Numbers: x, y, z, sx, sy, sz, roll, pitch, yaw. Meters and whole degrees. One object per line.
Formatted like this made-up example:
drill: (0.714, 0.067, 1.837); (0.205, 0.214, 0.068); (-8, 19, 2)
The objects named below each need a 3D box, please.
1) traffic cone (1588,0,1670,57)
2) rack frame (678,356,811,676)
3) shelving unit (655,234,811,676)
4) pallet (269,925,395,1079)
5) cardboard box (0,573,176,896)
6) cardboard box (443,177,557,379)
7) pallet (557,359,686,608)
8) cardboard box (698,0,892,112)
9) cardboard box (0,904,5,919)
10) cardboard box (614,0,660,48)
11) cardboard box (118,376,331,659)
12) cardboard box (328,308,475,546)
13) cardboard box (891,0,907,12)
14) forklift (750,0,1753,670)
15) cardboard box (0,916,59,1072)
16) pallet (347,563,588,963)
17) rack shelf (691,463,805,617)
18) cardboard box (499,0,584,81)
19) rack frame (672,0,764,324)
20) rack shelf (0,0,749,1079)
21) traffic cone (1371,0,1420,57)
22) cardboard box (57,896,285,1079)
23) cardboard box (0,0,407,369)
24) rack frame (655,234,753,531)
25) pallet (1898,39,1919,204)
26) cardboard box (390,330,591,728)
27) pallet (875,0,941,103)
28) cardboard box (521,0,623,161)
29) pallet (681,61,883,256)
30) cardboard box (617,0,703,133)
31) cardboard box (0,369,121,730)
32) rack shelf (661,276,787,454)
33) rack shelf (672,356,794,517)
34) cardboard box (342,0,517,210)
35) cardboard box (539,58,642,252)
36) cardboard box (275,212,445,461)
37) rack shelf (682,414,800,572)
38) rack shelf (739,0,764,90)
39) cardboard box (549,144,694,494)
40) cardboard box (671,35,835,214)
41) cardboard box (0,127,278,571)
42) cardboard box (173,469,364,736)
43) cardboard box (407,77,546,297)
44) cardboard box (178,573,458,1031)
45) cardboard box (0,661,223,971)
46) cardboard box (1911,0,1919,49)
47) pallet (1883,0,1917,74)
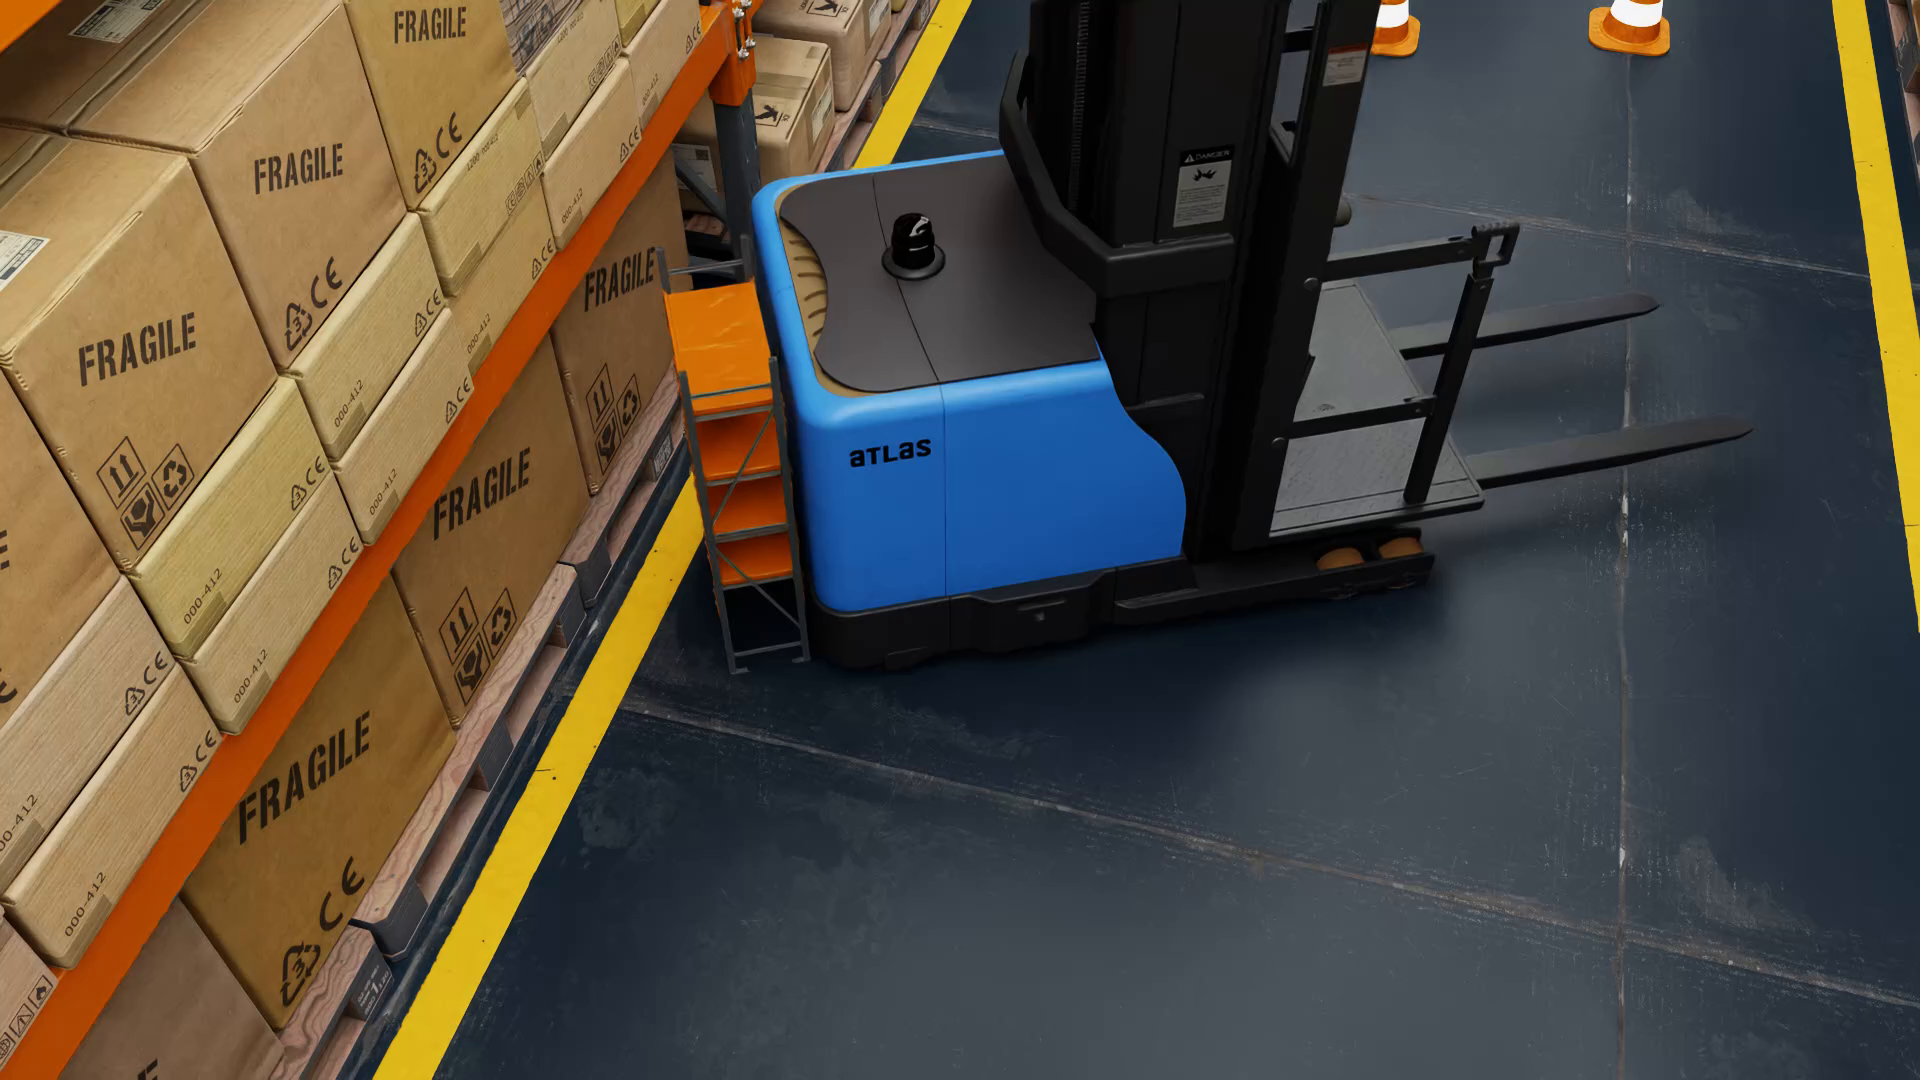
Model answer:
traffic cone: (2.888, -2.344, 7.010); (0.336, 0.463, 0.334); (12, 50, 10)
rack frame: (-0.562, -0.024, 4.471); (0.240, 1.200, 0.015); (-10, 49, -9)
shelving unit: (-0.618, -0.202, 4.628); (0.258, 1.200, 0.503); (-10, 49, -9)
pallet: (-2.080, 1.377, 3.894); (1.003, 0.211, 1.213); (12, 50, 10)
cardboard box: (-1.712, 0.266, 2.781); (0.500, 0.250, 0.500); (12, 50, 11)
cardboard box: (-1.307, -0.666, 3.937); (0.500, 0.250, 0.500); (11, 50, 10)
pallet: (-1.437, -0.388, 5.452); (1.003, 0.211, 1.213); (12, 50, 10)
cardboard box: (-0.812, -2.078, 6.556); (0.950, 0.372, 0.625); (11, 49, 9)
cardboard box: (-1.822, 0.649, 2.444); (0.500, 0.250, 0.500); (10, 49, 9)
cardboard box: (-1.040, -1.582, 4.412); (0.500, 0.250, 0.500); (11, 50, 10)
cardboard box: (-1.554, -0.094, 3.099); (0.500, 0.250, 0.500); (12, 50, 11)
cardboard box: (-1.414, -0.292, 3.607); (0.500, 0.250, 0.500); (11, 49, 9)
cardboard box: (-0.607, -2.625, 7.039); (0.950, 0.372, 0.625); (13, 50, 11)
forklift: (0.965, -1.168, 4.326); (3.031, 2.935, 1.130); (-10, 49, -8)
cardboard box: (-1.840, 0.810, 2.634); (0.500, 0.250, 0.500); (11, 49, 9)
pallet: (-1.761, 0.491, 4.675); (1.003, 0.211, 1.213); (12, 50, 10)
rack shelf: (-0.618, -0.026, 4.827); (0.258, 0.148, 0.480); (-10, 49, -9)
cardboard box: (-1.168, -1.432, 3.780); (0.500, 0.500, 0.500); (12, 50, 11)
rack frame: (-1.157, -1.866, 4.897); (1.000, 3.000, 0.127); (12, 50, 10)
rack shelf: (-1.684, -0.182, 3.889); (1.077, 0.370, 4.000); (12, 50, 10)
traffic cone: (1.808, -2.340, 7.006); (0.336, 0.463, 0.334); (12, 50, 10)
cardboard box: (-2.124, 1.127, 3.392); (0.875, 0.875, 0.875); (13, 50, 11)
cardboard box: (-1.445, -0.709, 3.142); (0.500, 0.500, 0.500); (11, 49, 9)
rack frame: (-0.673, -0.380, 4.785); (0.240, 1.200, 0.015); (-10, 49, -9)
pallet: (4.248, -1.475, 6.411); (1.003, 0.211, 1.213); (12, 50, 10)
cardboard box: (-1.658, -0.175, 4.541); (0.875, 0.875, 0.875); (12, 50, 10)
pallet: (-0.627, -2.388, 7.217); (1.003, 0.211, 1.213); (12, 50, 10)
cardboard box: (-1.171, -1.210, 4.084); (0.500, 0.250, 0.500); (10, 49, 9)
pallet: (-0.950, -1.509, 6.441); (1.003, 0.211, 1.213); (12, 50, 10)
cardboard box: (-1.040, -1.400, 4.585); (0.500, 0.250, 0.500); (10, 49, 9)
cardboard box: (-1.710, 0.028, 2.491); (0.500, 0.500, 0.500); (11, 50, 10)
rack shelf: (-0.618, -0.462, 4.333); (0.258, 0.148, 0.480); (-10, 49, -9)
rack shelf: (-0.618, -0.305, 4.511); (0.258, 0.148, 0.480); (-10, 49, -9)
cardboard box: (-1.305, -1.074, 3.464); (0.500, 0.500, 0.500); (12, 50, 10)
cardboard box: (-1.159, -1.027, 4.256); (0.500, 0.250, 0.500); (12, 50, 11)
cardboard box: (-1.422, -0.460, 3.422); (0.500, 0.250, 0.500); (10, 49, 9)
rack shelf: (-0.618, -0.157, 4.678); (0.258, 0.148, 0.480); (-10, 49, -9)
rack shelf: (-0.631, -3.075, 6.443); (1.077, 0.370, 4.000); (12, 50, 10)
cardboard box: (-1.419, -0.819, 5.109); (0.875, 0.875, 0.875); (11, 50, 10)
cardboard box: (-0.999, -1.542, 6.083); (0.950, 0.372, 0.625); (9, 49, 7)
cardboard box: (-1.575, -0.334, 2.811); (0.500, 0.500, 0.500); (10, 49, 9)
cardboard box: (-1.555, 0.068, 3.289); (0.500, 0.250, 0.500); (11, 50, 10)
cardboard box: (-1.286, -0.836, 3.754); (0.500, 0.250, 0.500); (10, 49, 9)
cardboard box: (-1.894, 0.472, 3.970); (0.875, 0.875, 0.875); (13, 50, 11)
cardboard box: (-1.705, 0.436, 2.965); (0.500, 0.250, 0.500); (10, 49, 9)
cardboard box: (4.363, -2.087, 6.311); (1.050, 0.750, 0.750); (12, 50, 10)
pallet: (4.567, -2.360, 7.192); (1.003, 0.211, 1.213); (12, 50, 10)
